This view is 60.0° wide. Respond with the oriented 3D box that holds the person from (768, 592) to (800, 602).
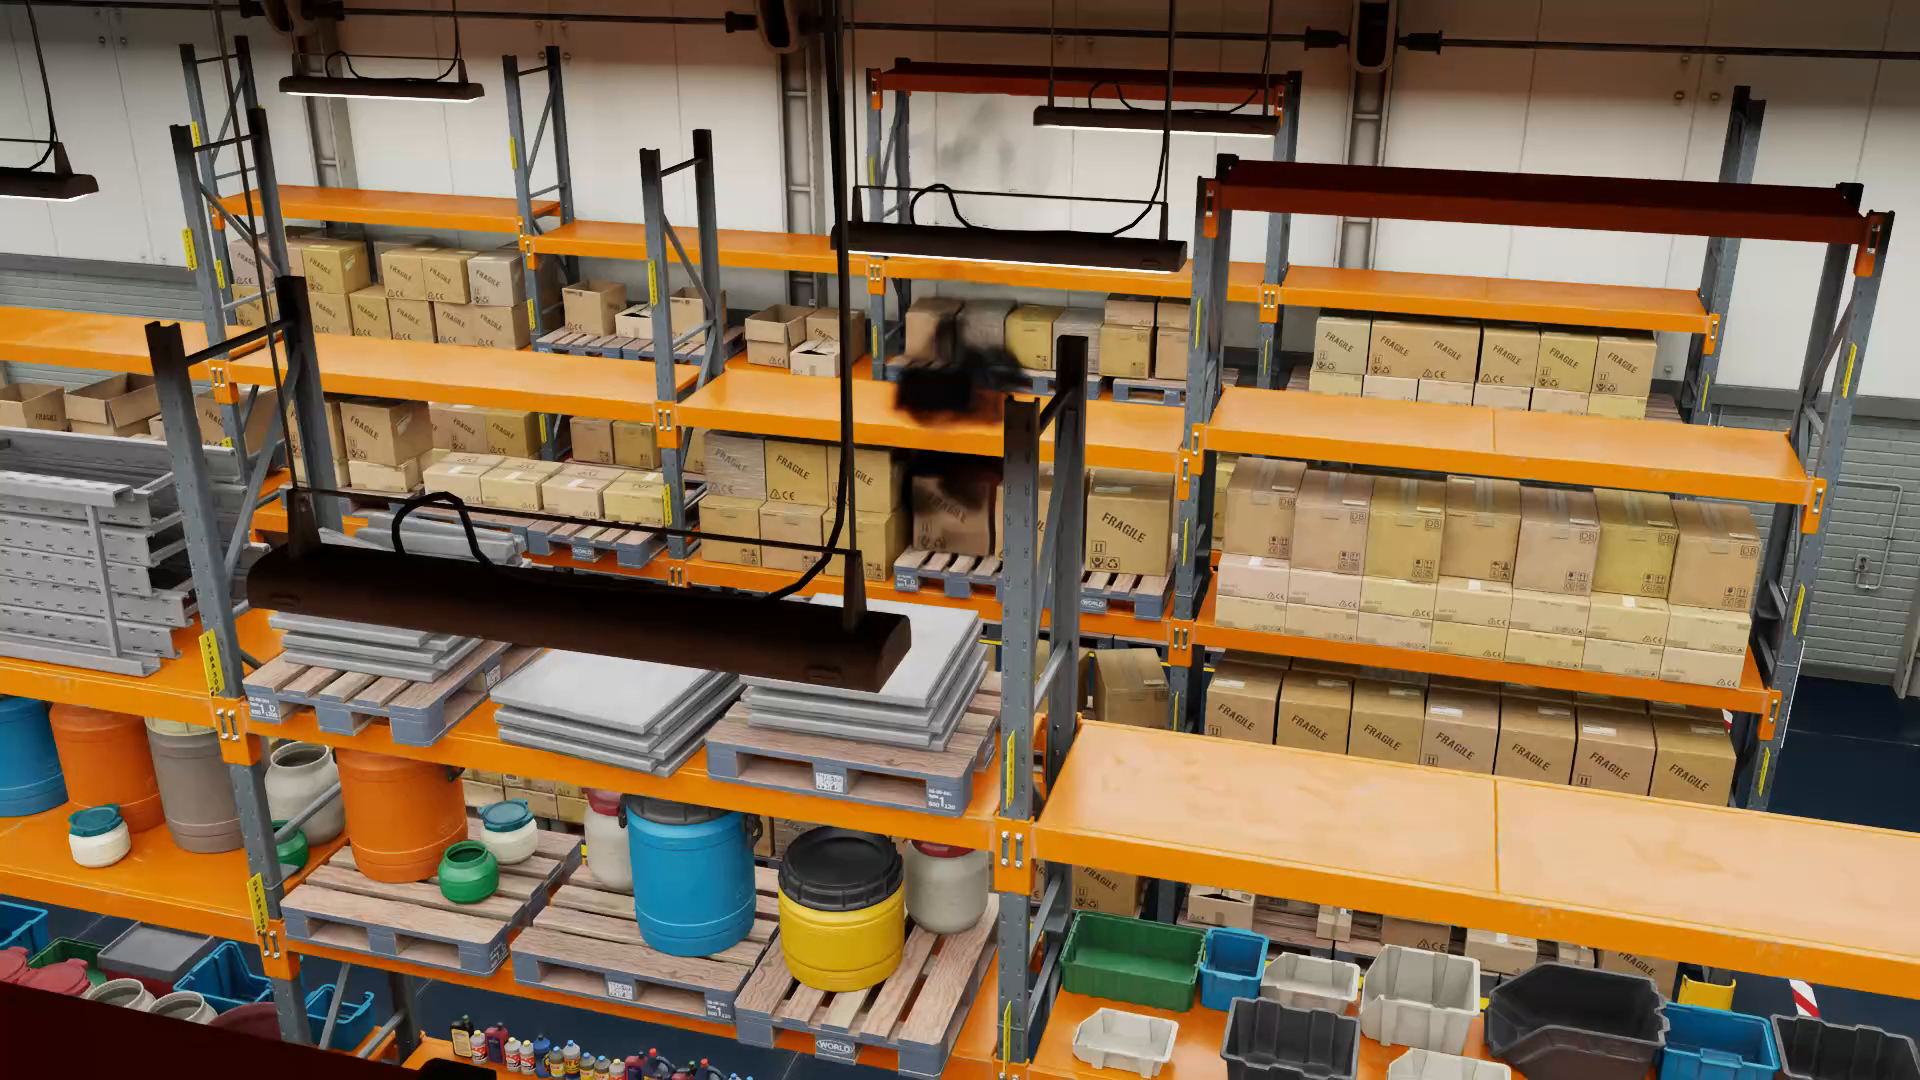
[{"bbox_3d":[-1.695,1.210,15.585,0.593,1.720,0.686,3,23,8],"label":"person"}]
